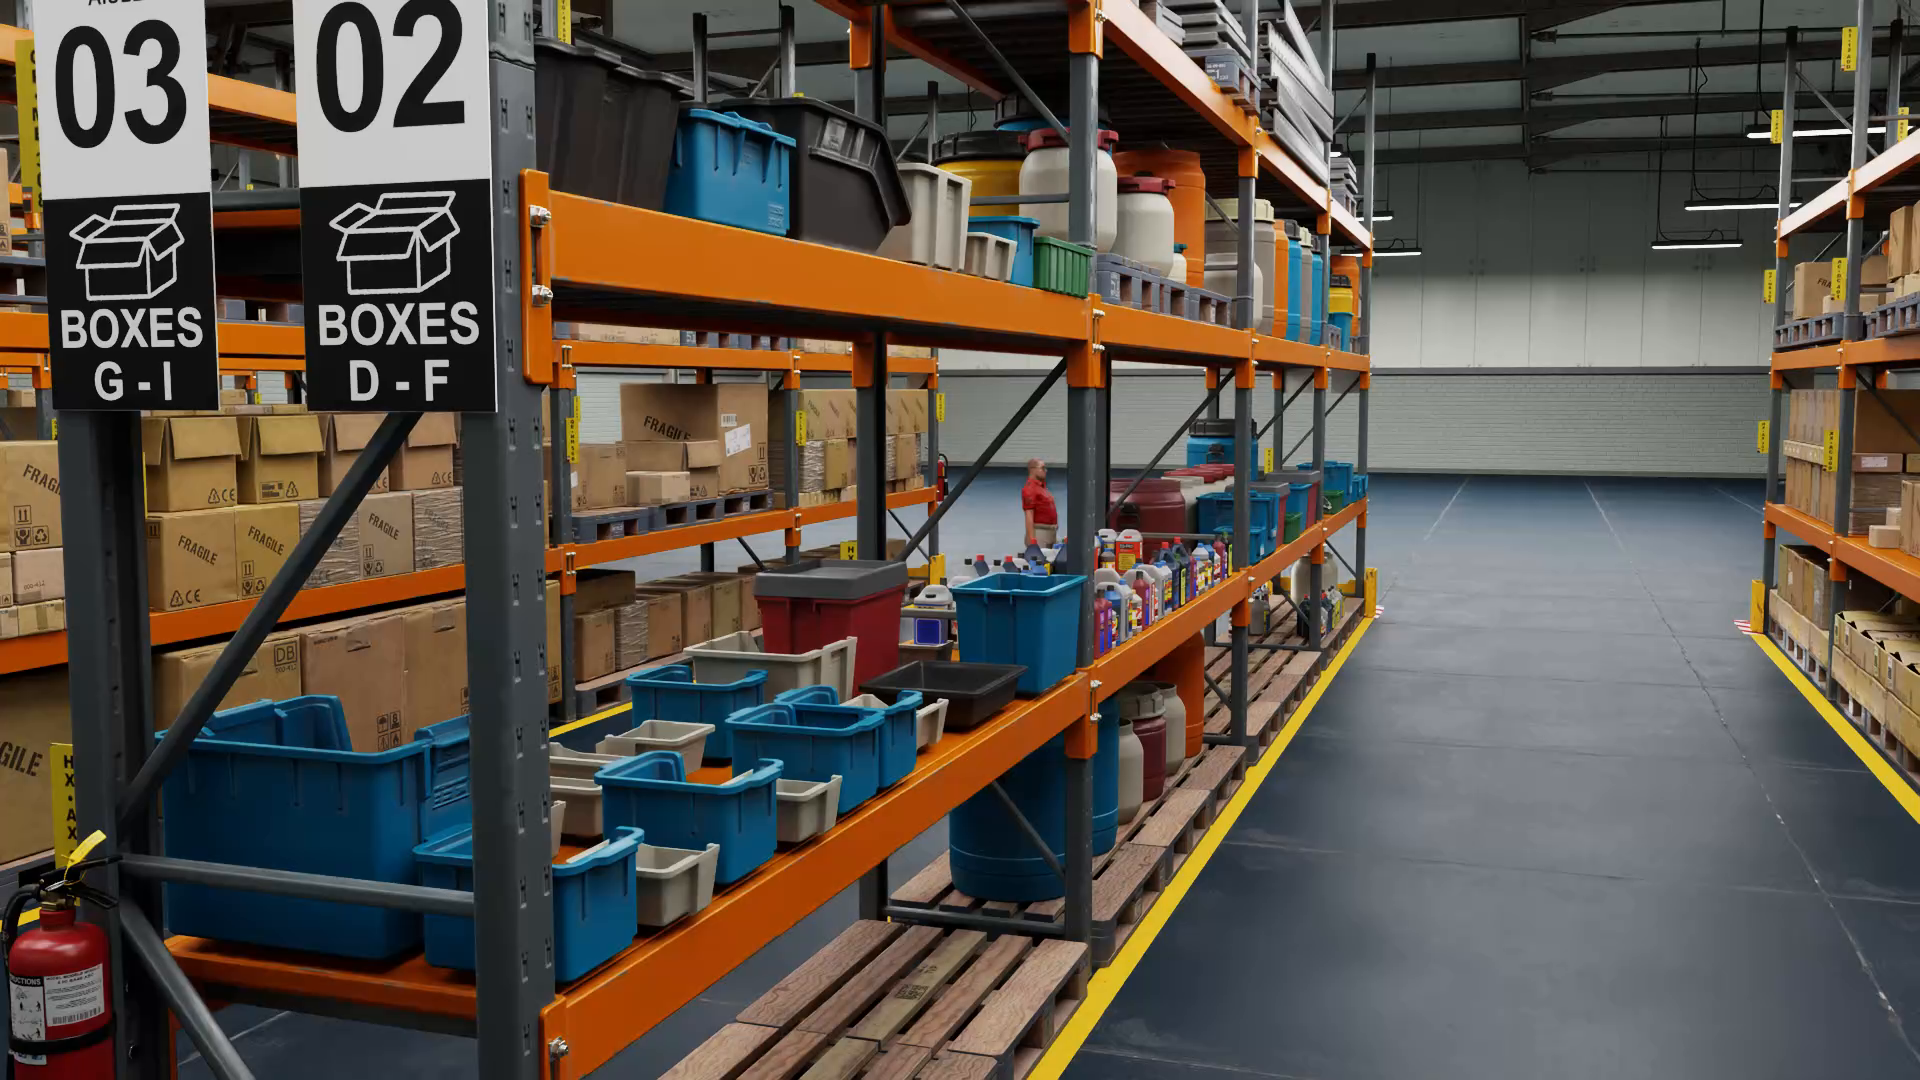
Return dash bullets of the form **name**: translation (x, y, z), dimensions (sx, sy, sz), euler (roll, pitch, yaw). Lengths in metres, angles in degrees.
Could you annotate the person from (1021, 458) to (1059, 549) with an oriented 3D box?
- **person**: translation (0.890, 0.006, 17.626), dimensions (0.540, 1.751, 0.555), euler (2, 5, 19)
